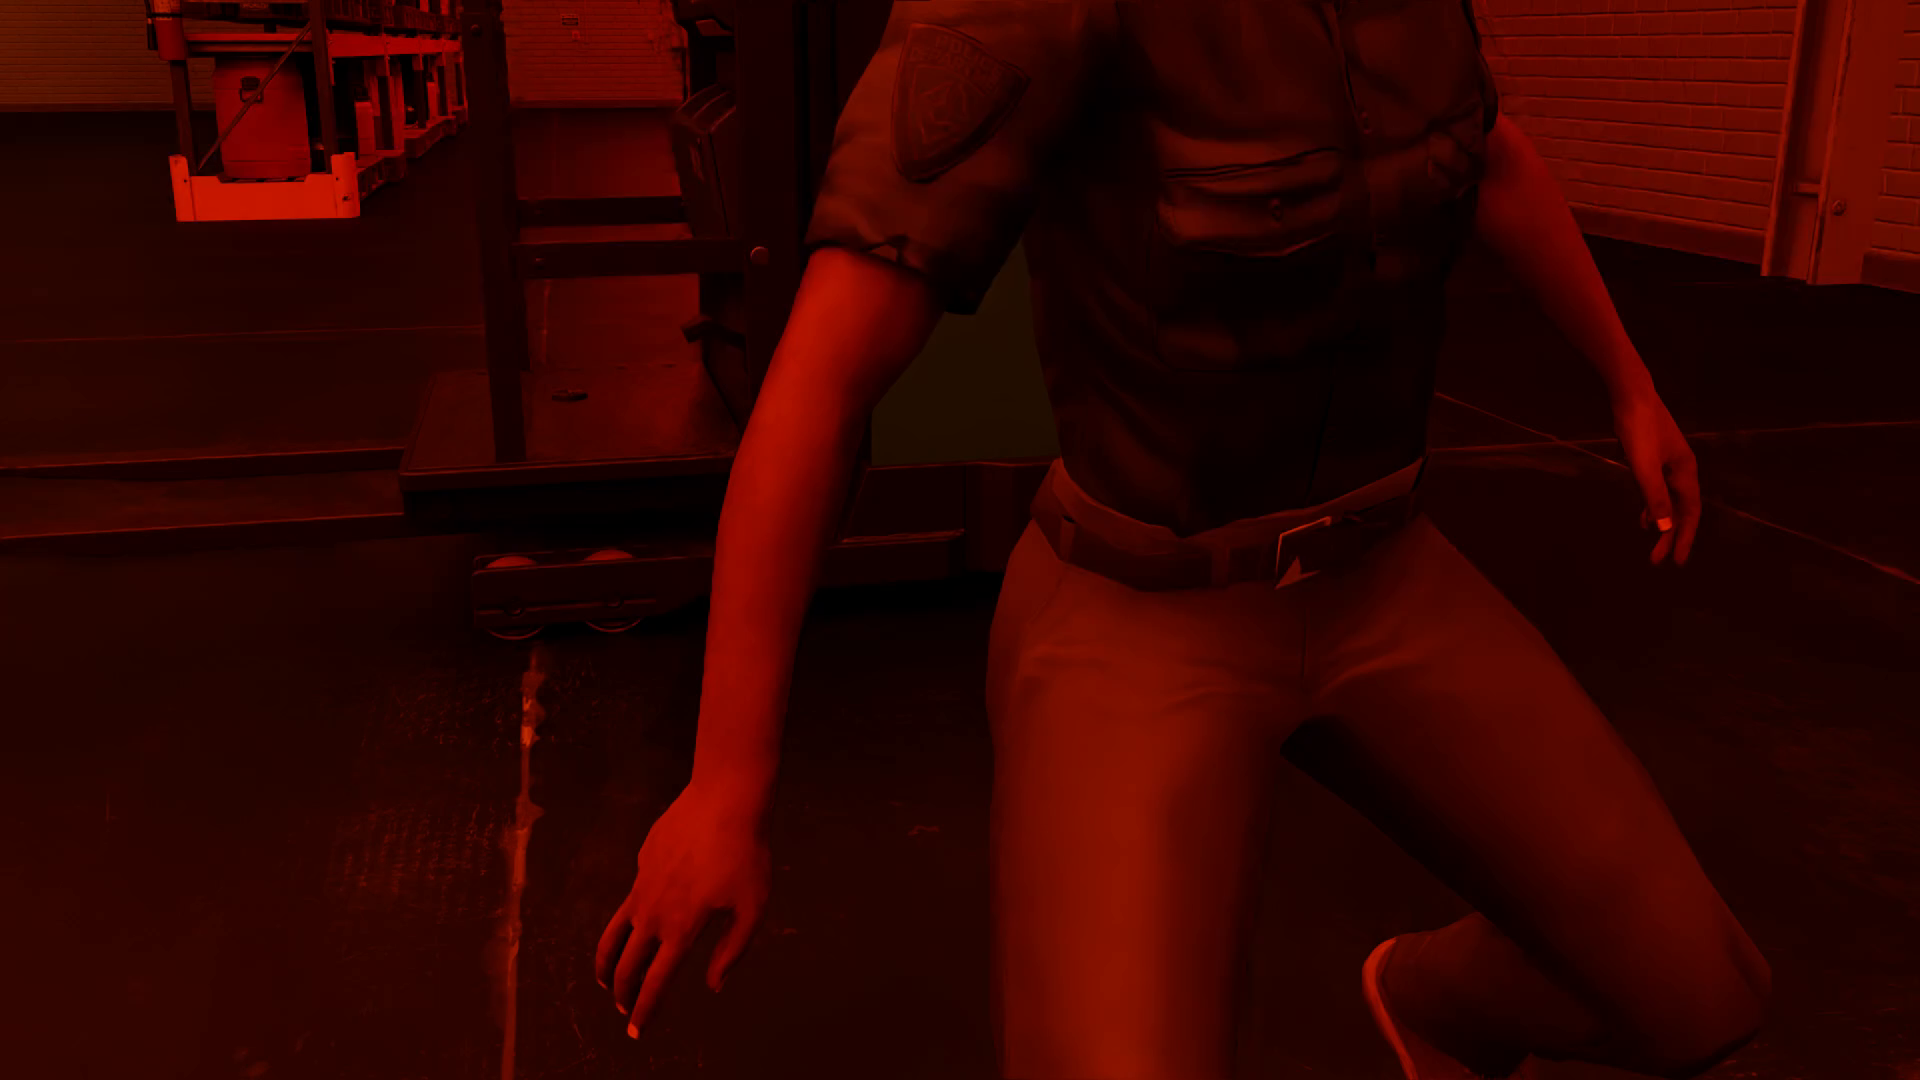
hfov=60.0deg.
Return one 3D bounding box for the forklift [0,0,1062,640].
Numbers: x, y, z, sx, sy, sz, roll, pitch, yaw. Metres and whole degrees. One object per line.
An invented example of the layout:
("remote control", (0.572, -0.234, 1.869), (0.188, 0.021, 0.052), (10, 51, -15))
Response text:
("forklift", (-0.741, -1.369, 3.477), (3.031, 2.935, 1.130), (-4, 17, -13))
